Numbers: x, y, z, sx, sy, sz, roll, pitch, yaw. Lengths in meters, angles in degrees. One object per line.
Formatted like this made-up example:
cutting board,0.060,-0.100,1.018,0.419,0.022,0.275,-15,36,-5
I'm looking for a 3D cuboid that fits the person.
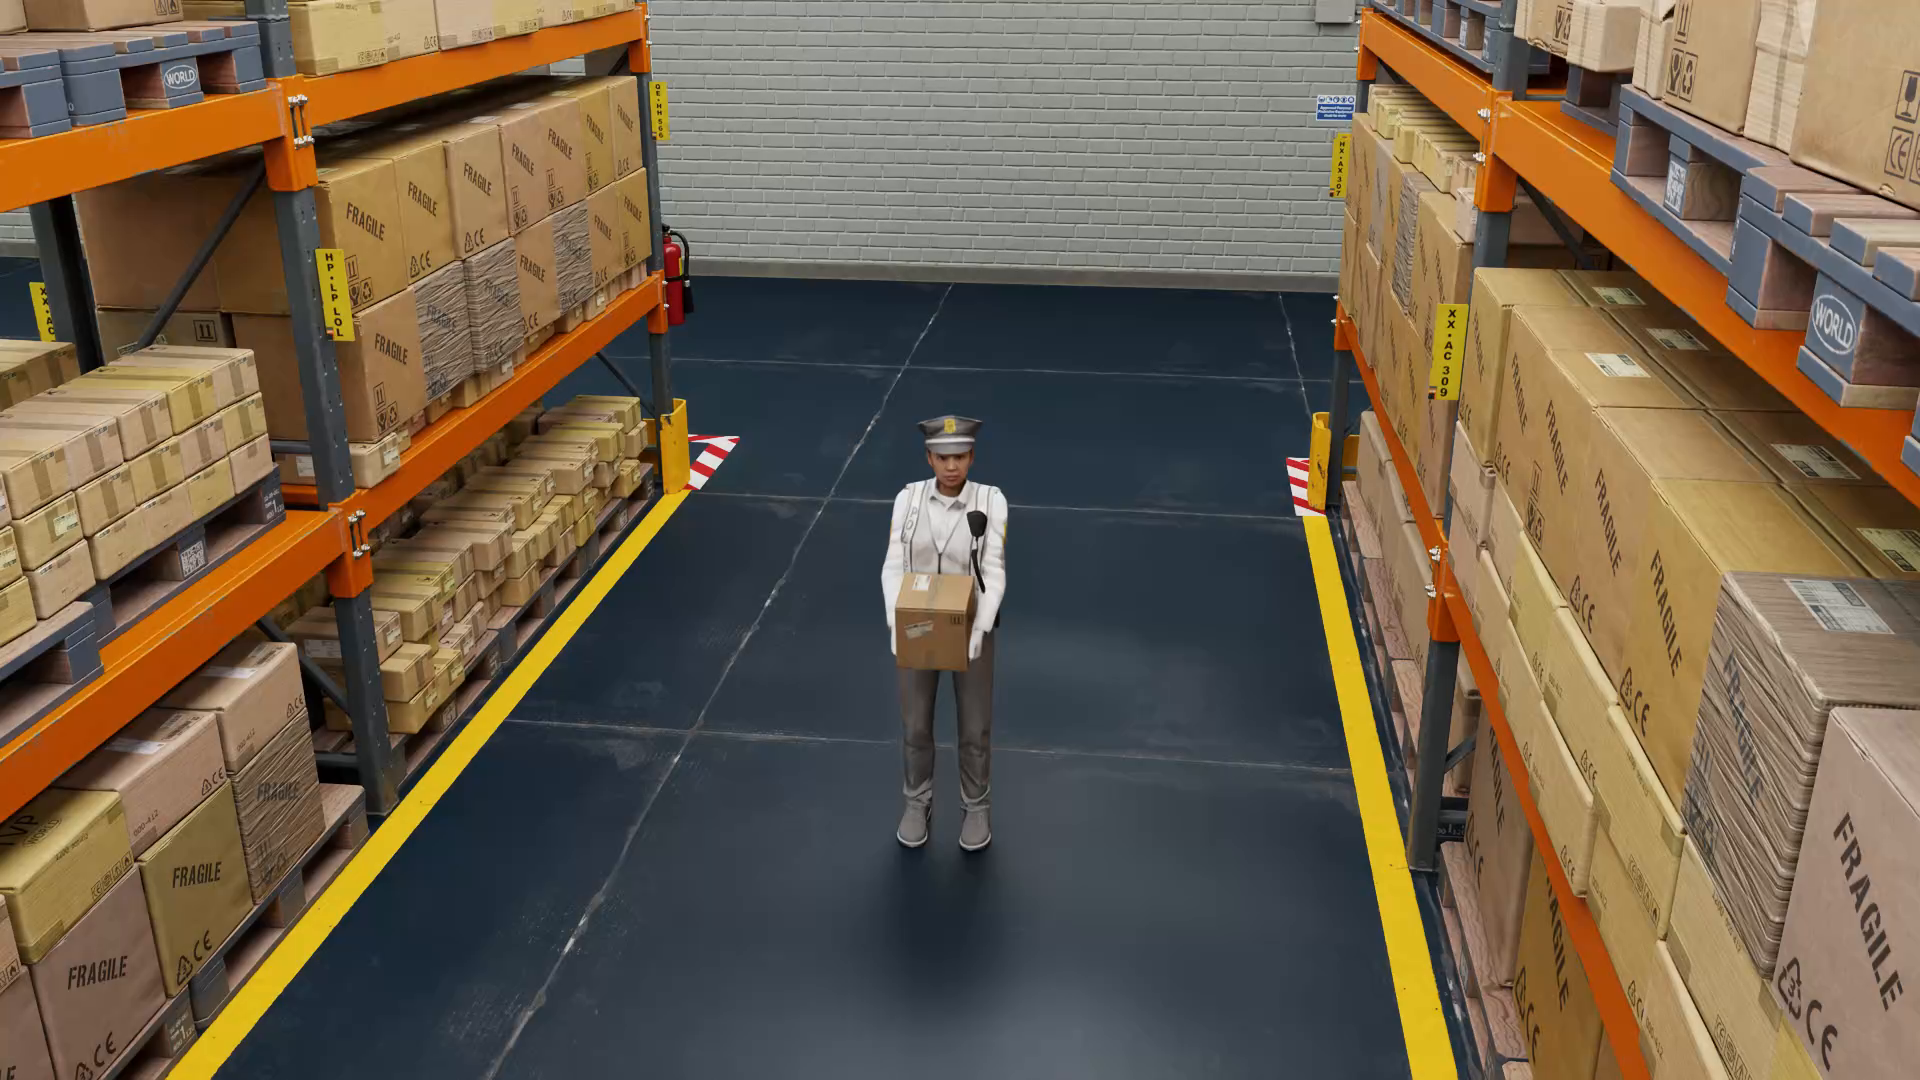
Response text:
person,-0.061,0.367,6.112,0.457,1.690,0.539,3,21,7
